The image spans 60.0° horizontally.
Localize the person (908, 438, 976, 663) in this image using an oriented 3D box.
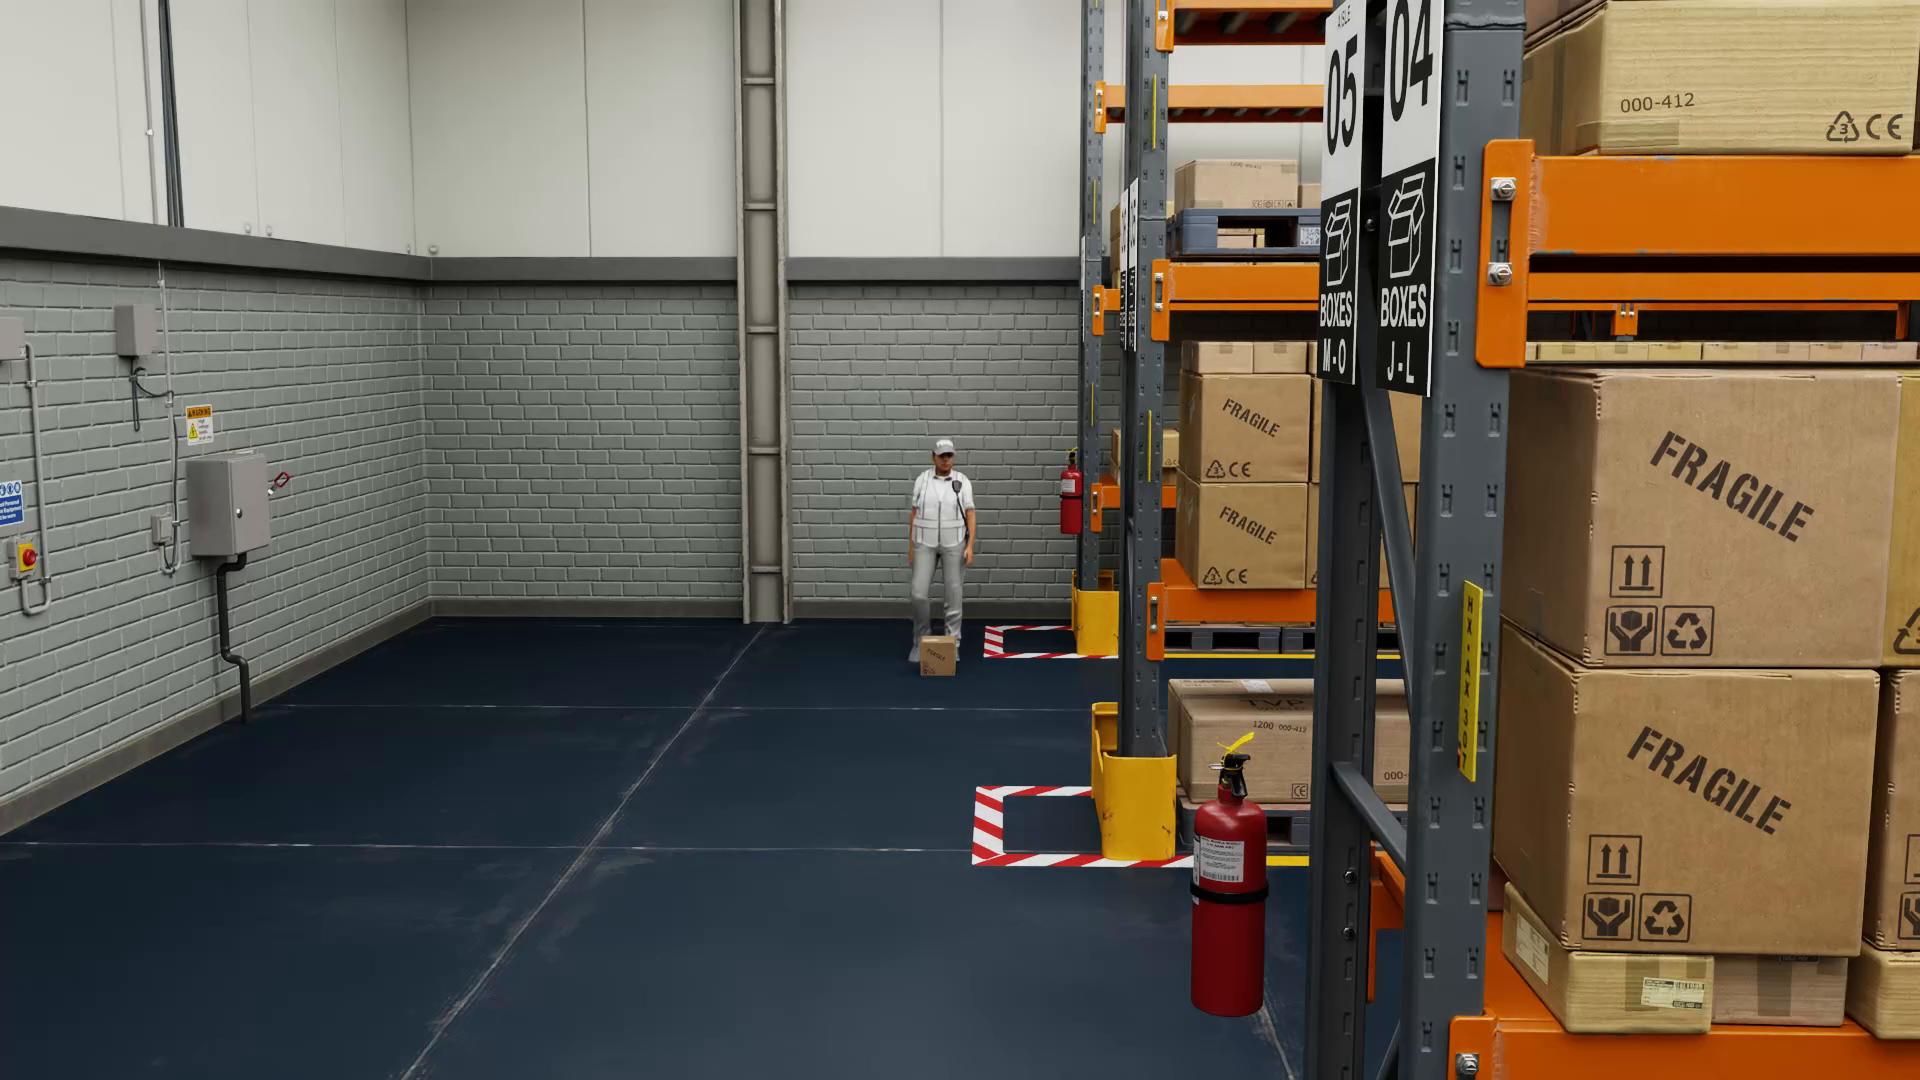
[{"bbox_3d":[-0.138,0.100,12.540,0.515,1.728,0.462,0,7,1],"label":"person"}]
